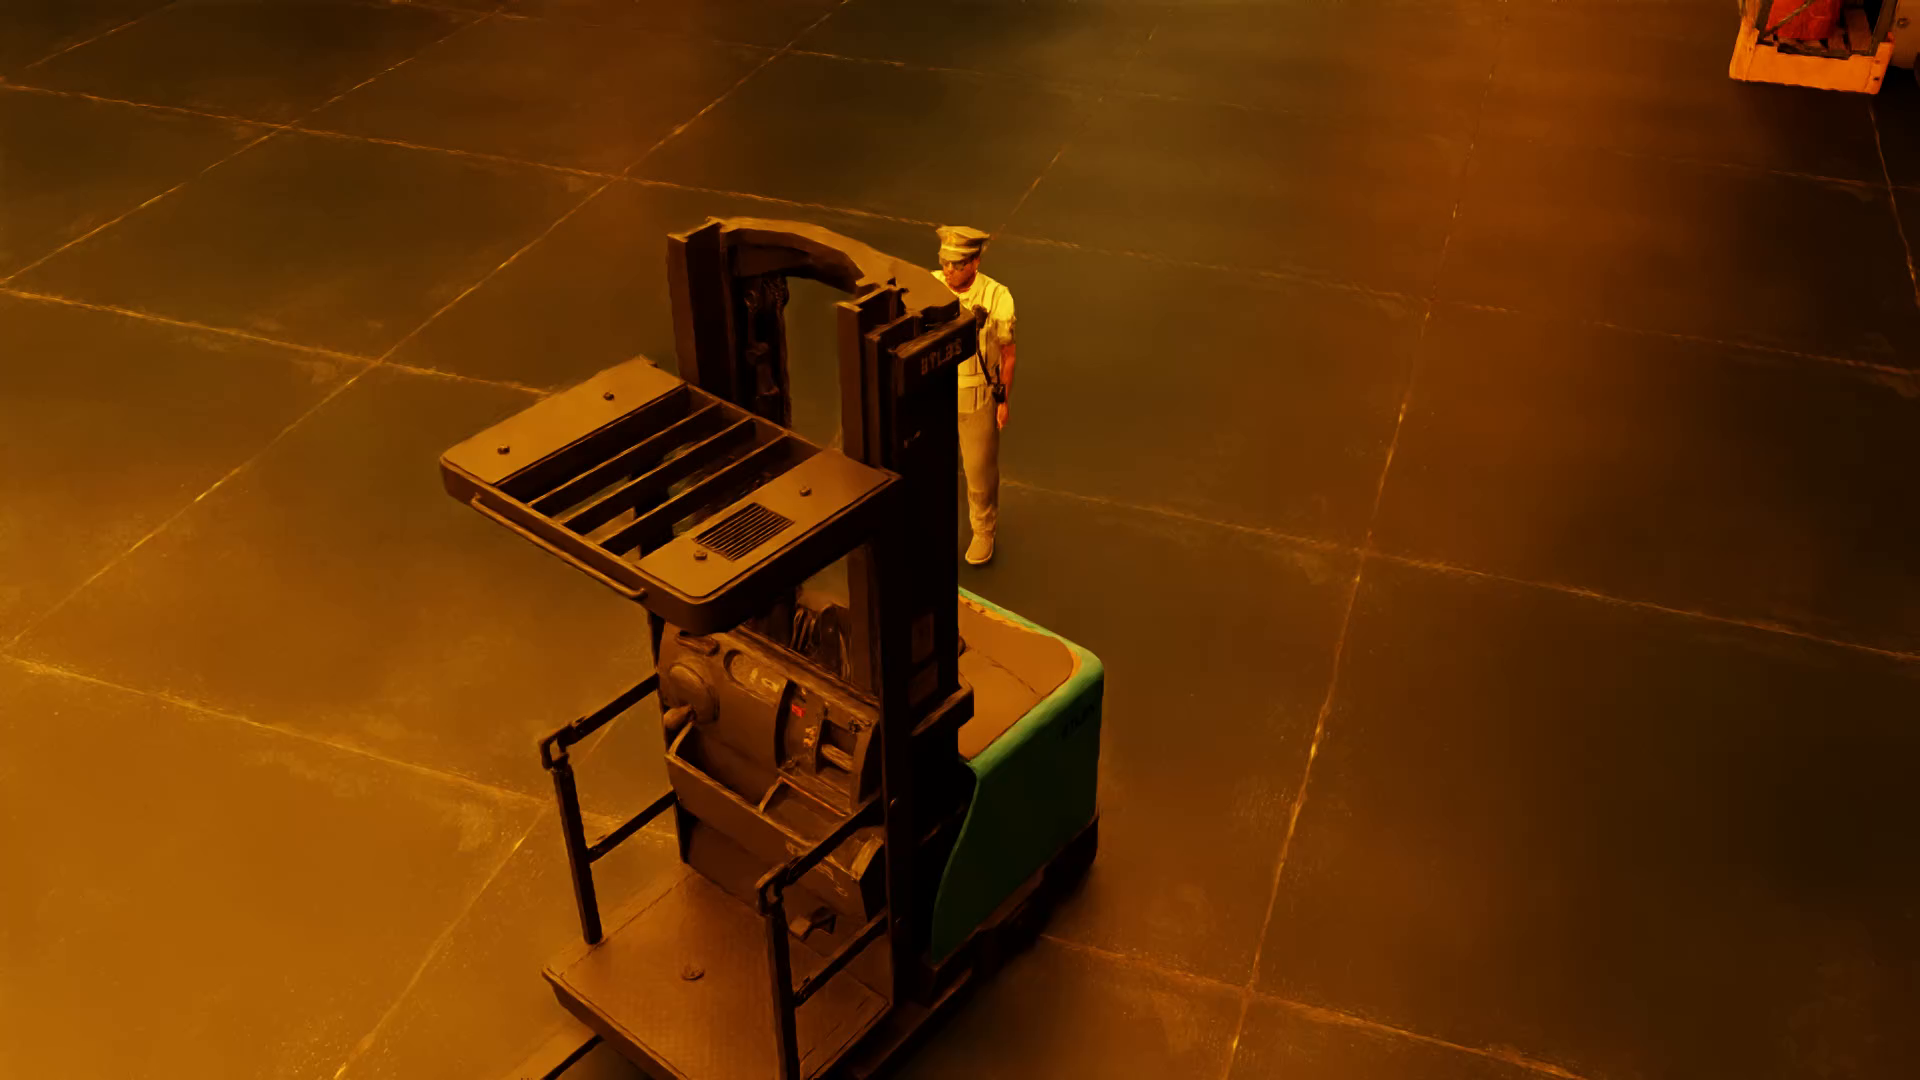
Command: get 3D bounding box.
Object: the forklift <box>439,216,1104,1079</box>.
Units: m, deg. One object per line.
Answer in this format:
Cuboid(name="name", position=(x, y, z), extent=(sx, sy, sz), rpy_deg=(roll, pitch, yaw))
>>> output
Cuboid(name="forklift", position=(-0.772, 0.598, 5.267), extent=(1.130, 2.935, 3.031), rpy_deg=(25, 43, 31))
